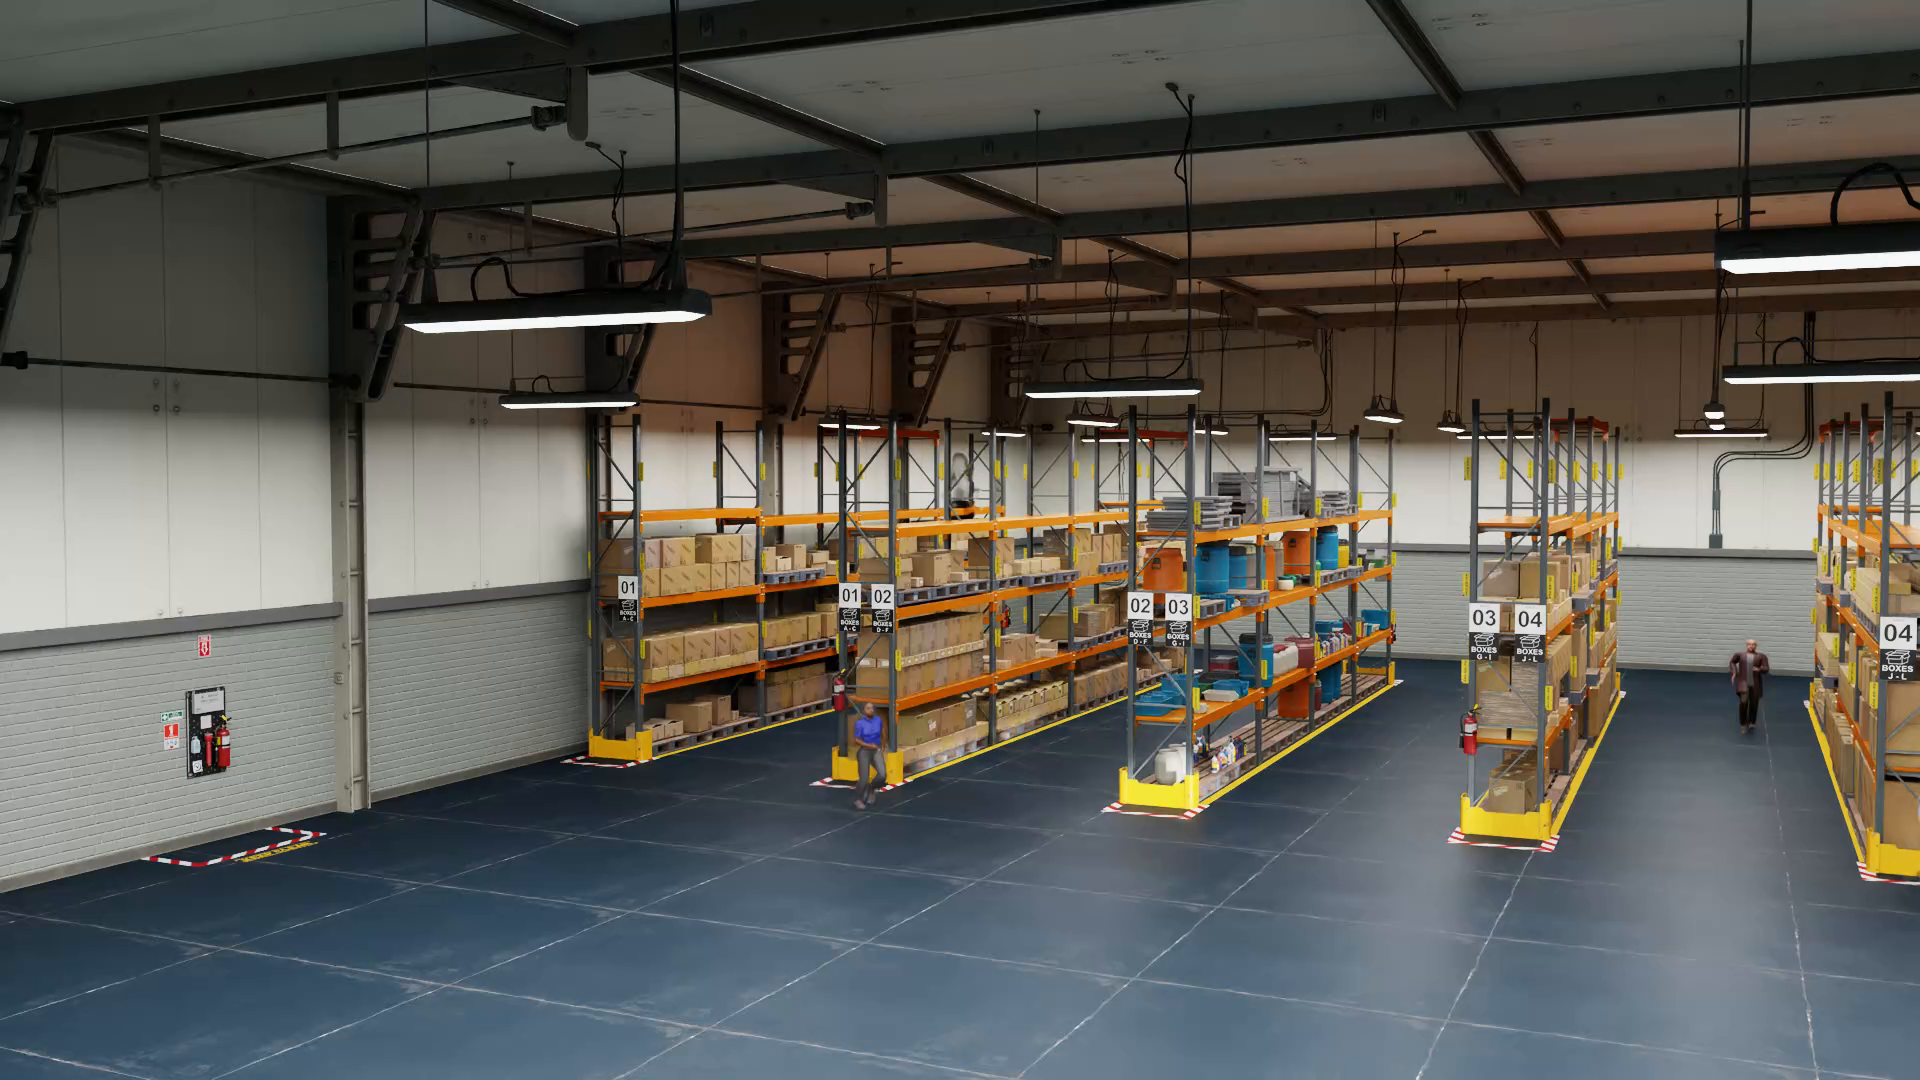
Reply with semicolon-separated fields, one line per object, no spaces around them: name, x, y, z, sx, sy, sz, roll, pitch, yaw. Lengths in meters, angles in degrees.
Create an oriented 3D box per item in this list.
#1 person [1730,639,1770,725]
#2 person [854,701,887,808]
person;15.120;2.723;31.834;0.668;1.670;0.799;1;3;21
person;-1.300;3.181;24.556;0.592;1.596;0.738;-1;3;-28
